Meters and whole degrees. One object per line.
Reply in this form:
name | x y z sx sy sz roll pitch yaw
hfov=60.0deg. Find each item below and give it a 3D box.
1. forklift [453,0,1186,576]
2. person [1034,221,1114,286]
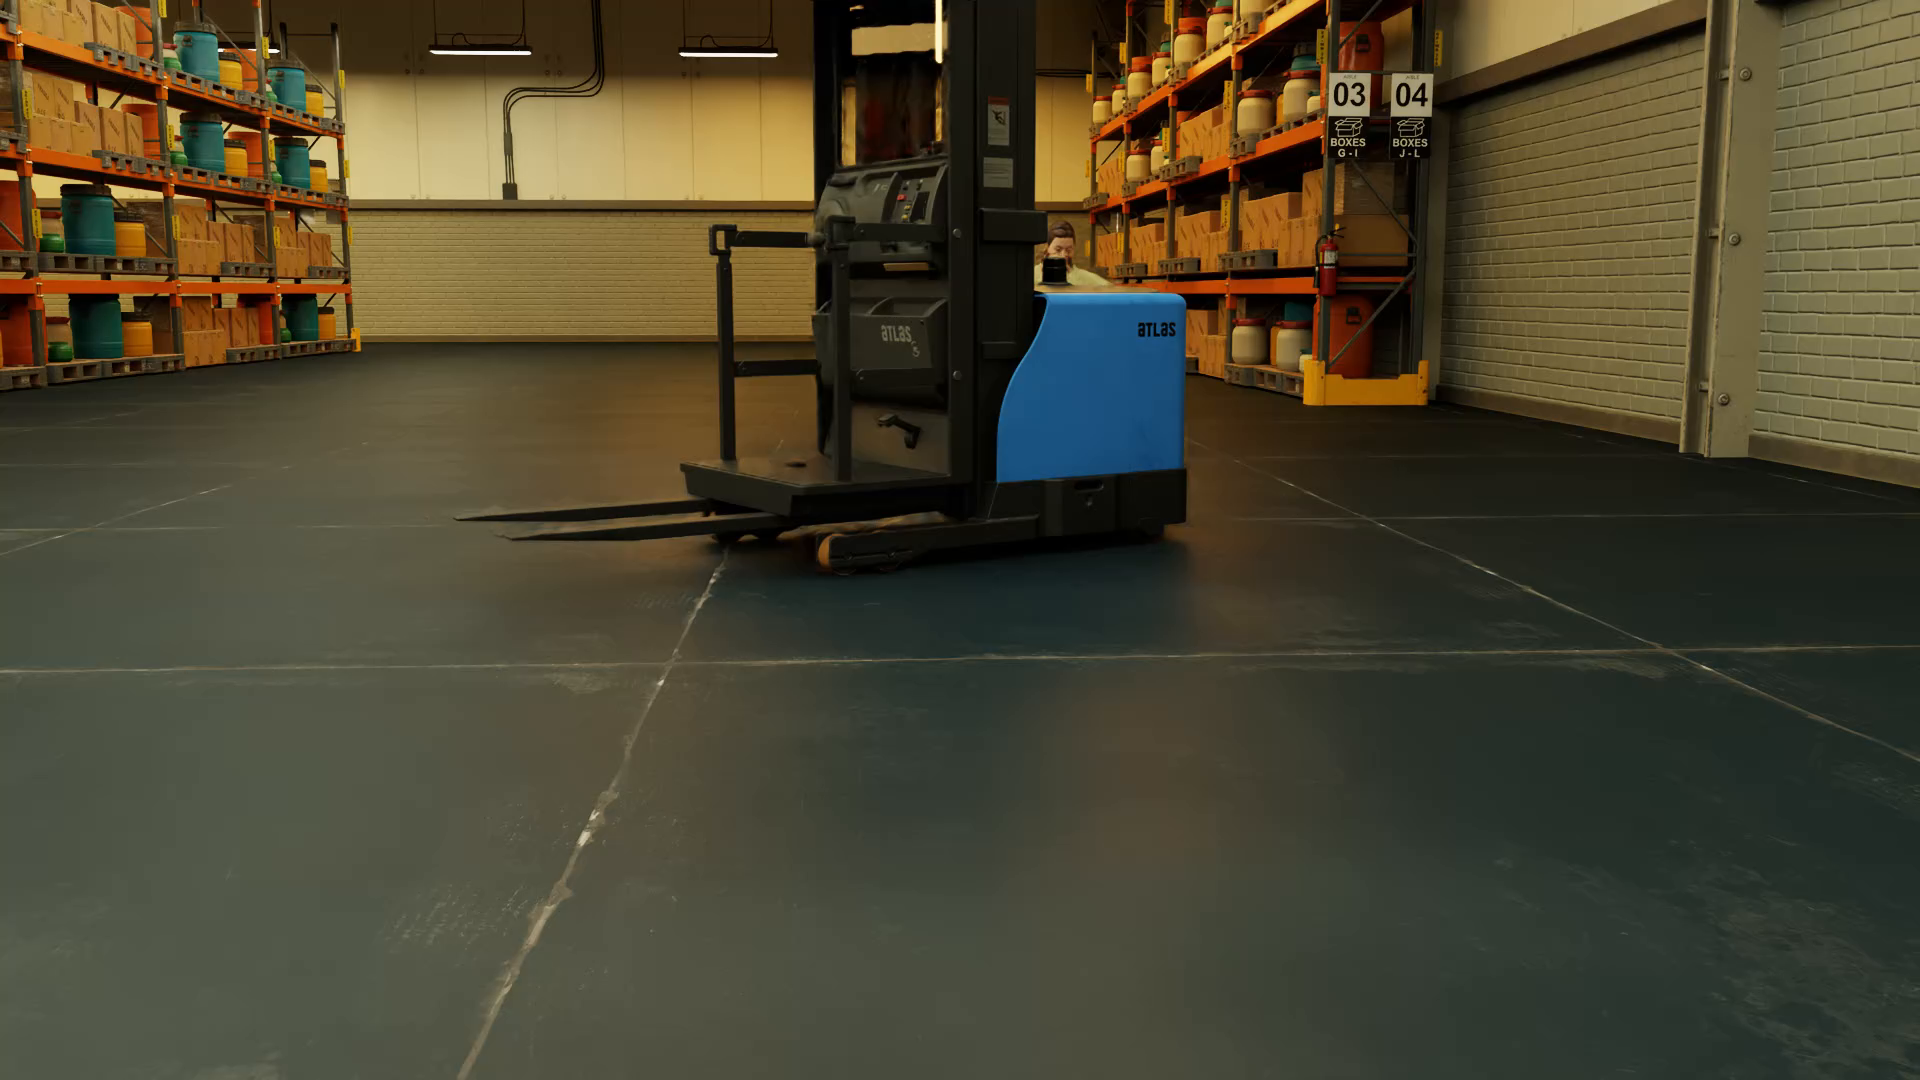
forklift | -0.506 -1.400 6.757 3.031 2.935 1.130 -6 10 -34
person | 0.629 -1.089 9.673 1.025 1.519 0.953 -1 9 -8
